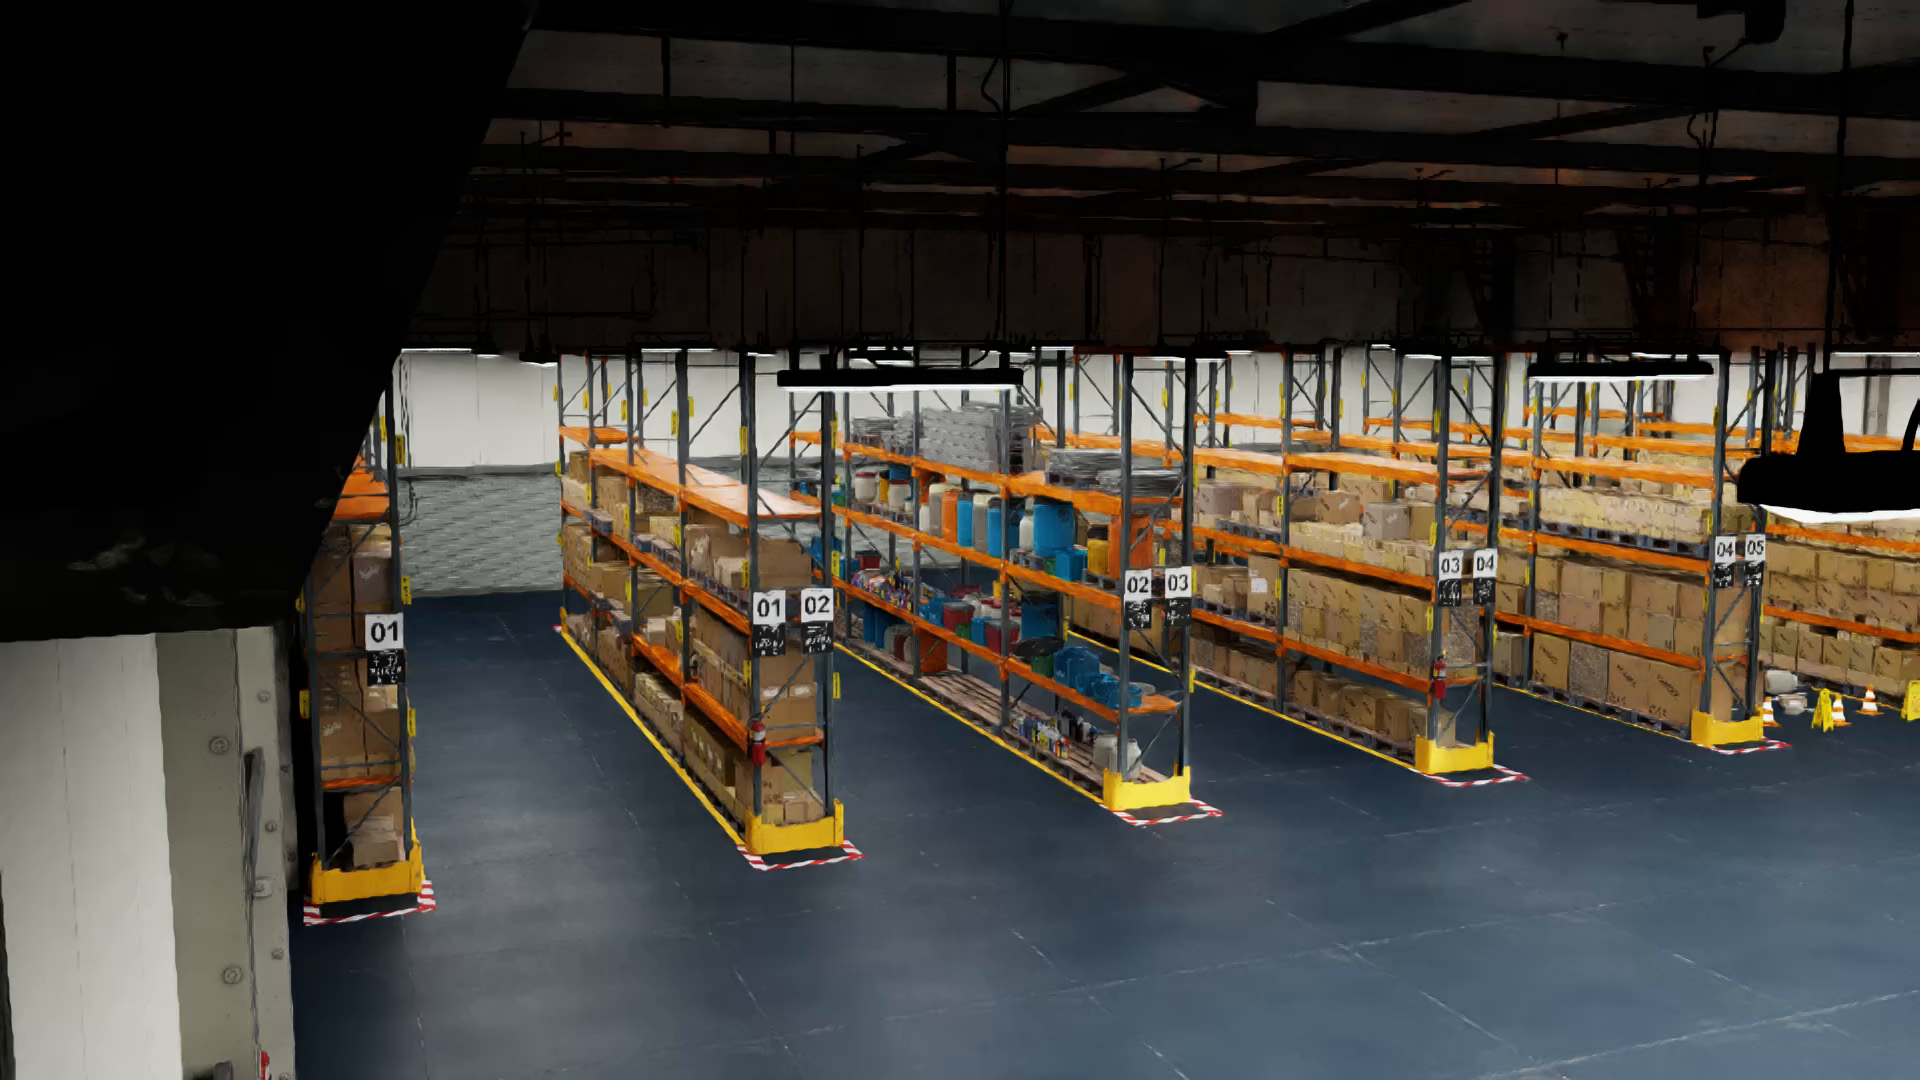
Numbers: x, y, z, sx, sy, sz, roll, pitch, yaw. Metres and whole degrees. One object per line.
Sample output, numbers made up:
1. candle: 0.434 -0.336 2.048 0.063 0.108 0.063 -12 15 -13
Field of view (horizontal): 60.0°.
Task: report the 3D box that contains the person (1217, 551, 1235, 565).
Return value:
1. person: 6.748 0.151 41.879 0.658 1.720 0.433 5 9 37
